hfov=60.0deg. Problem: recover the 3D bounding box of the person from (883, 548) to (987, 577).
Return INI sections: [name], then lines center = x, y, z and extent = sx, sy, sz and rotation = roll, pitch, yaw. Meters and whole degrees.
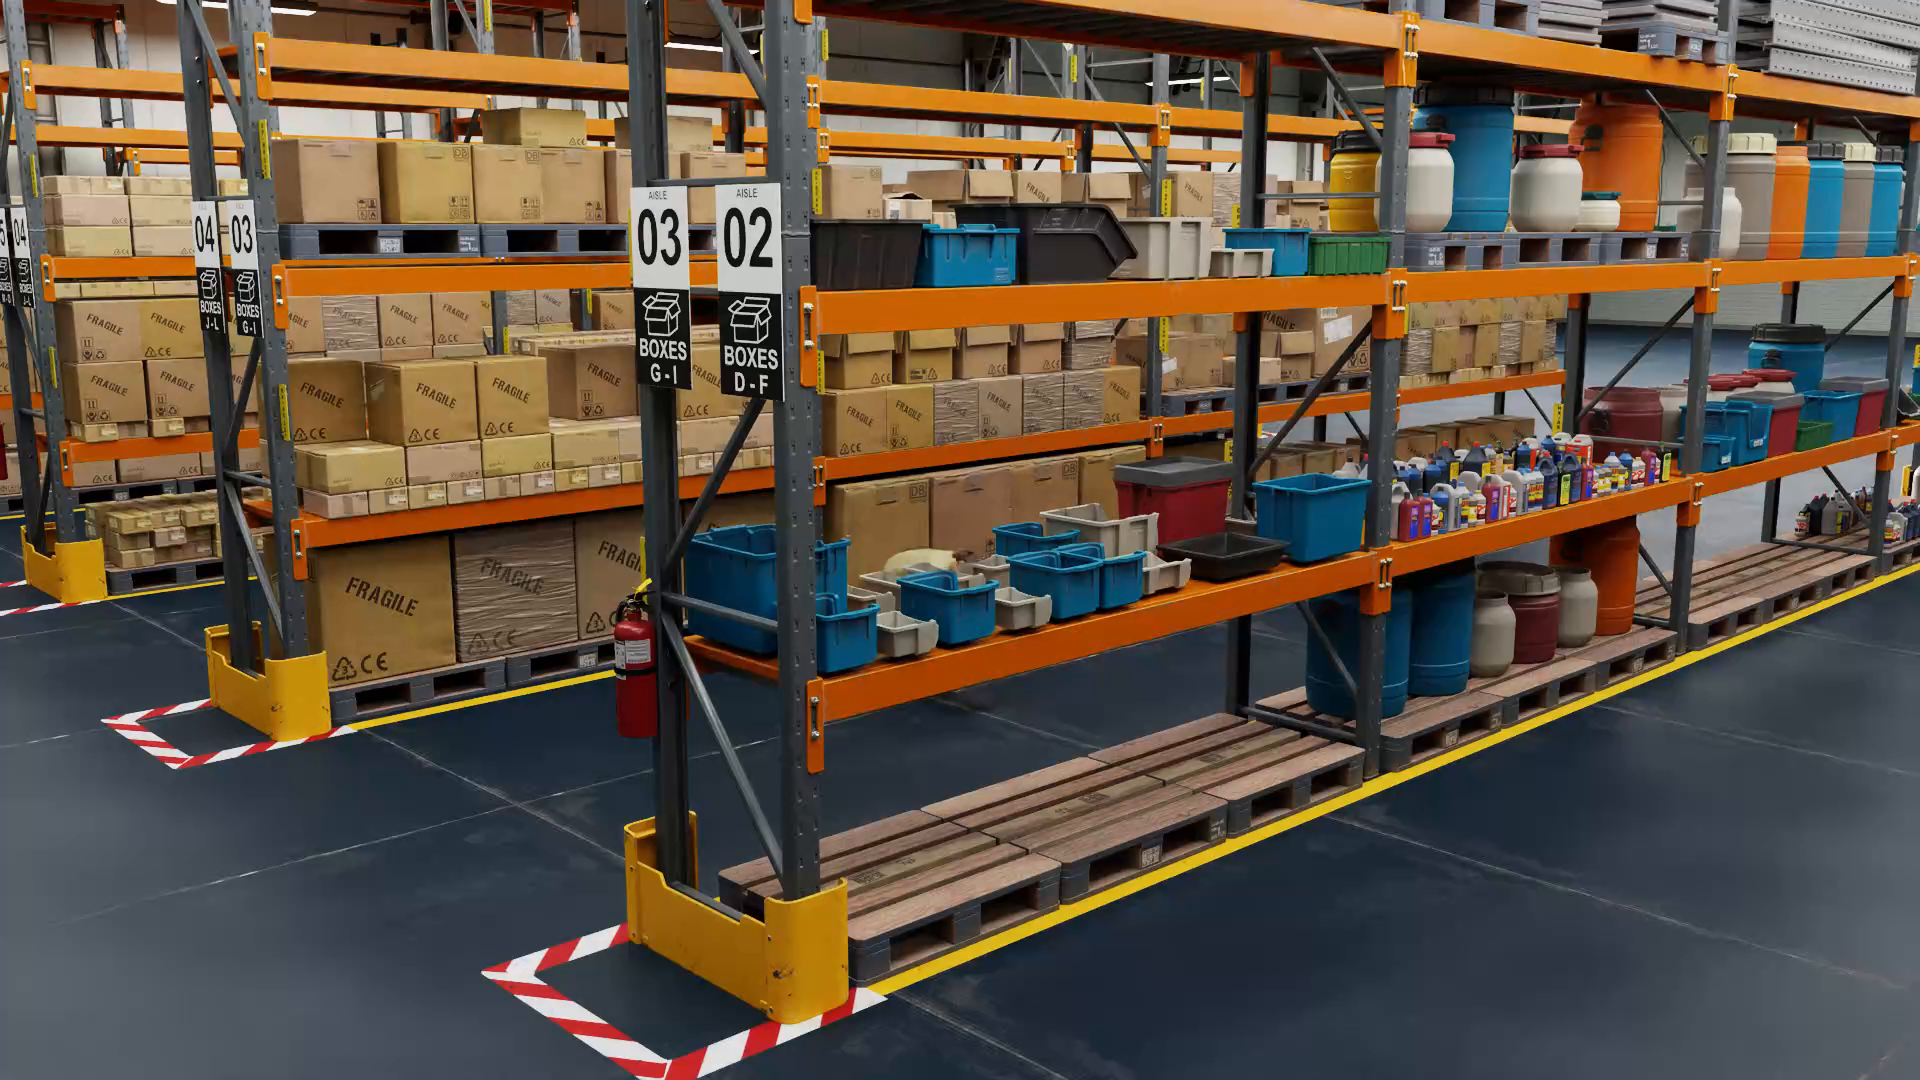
[person]
center = -0.139, 0.534, 10.866
extent = 0.868, 1.016, 0.467
rotation = 10, 15, 43
